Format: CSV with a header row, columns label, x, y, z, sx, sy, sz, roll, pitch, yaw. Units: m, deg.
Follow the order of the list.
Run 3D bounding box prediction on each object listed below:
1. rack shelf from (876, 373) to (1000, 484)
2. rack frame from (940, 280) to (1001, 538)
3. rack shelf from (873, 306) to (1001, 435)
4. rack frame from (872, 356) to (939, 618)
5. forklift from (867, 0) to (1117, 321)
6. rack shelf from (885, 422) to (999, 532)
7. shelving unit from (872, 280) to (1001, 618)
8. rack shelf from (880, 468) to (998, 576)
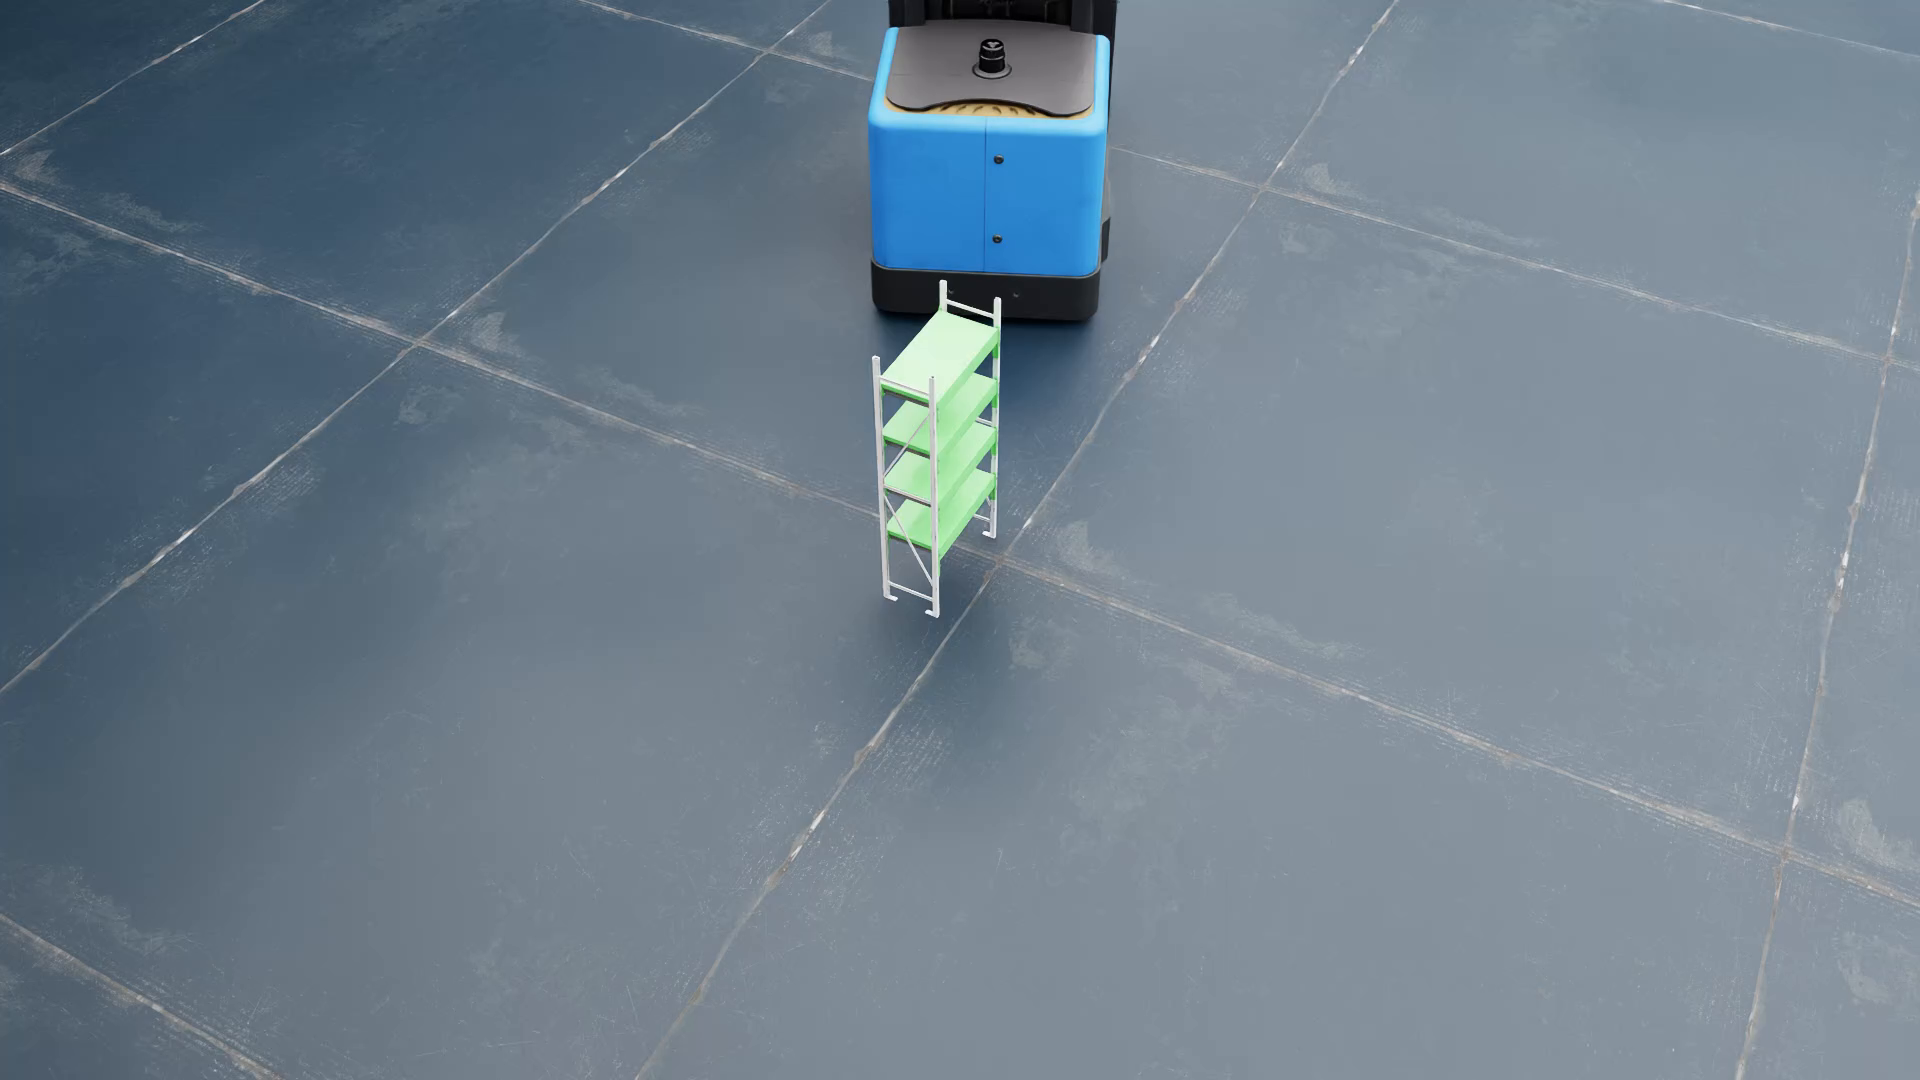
label,x,y,z,sx,sy,sz,roll,pitch,yaw
rack shelf,-0.077,-0.441,6.095,0.258,0.148,0.480,20,49,19
rack frame,0.036,-0.471,6.372,0.240,1.200,0.015,20,49,19
rack shelf,-0.077,-0.610,5.924,0.258,0.148,0.480,20,49,19
rack frame,-0.190,-0.164,6.068,0.240,1.200,0.015,20,49,19
forklift,0.223,-3.085,7.738,1.130,2.935,3.031,3,45,3
rack shelf,-0.077,-0.273,6.266,0.258,0.148,0.480,20,49,19
shelving unit,-0.077,-0.317,6.220,0.258,1.200,0.503,20,49,19
rack shelf,-0.077,-0.104,6.436,0.258,0.148,0.480,20,49,19
